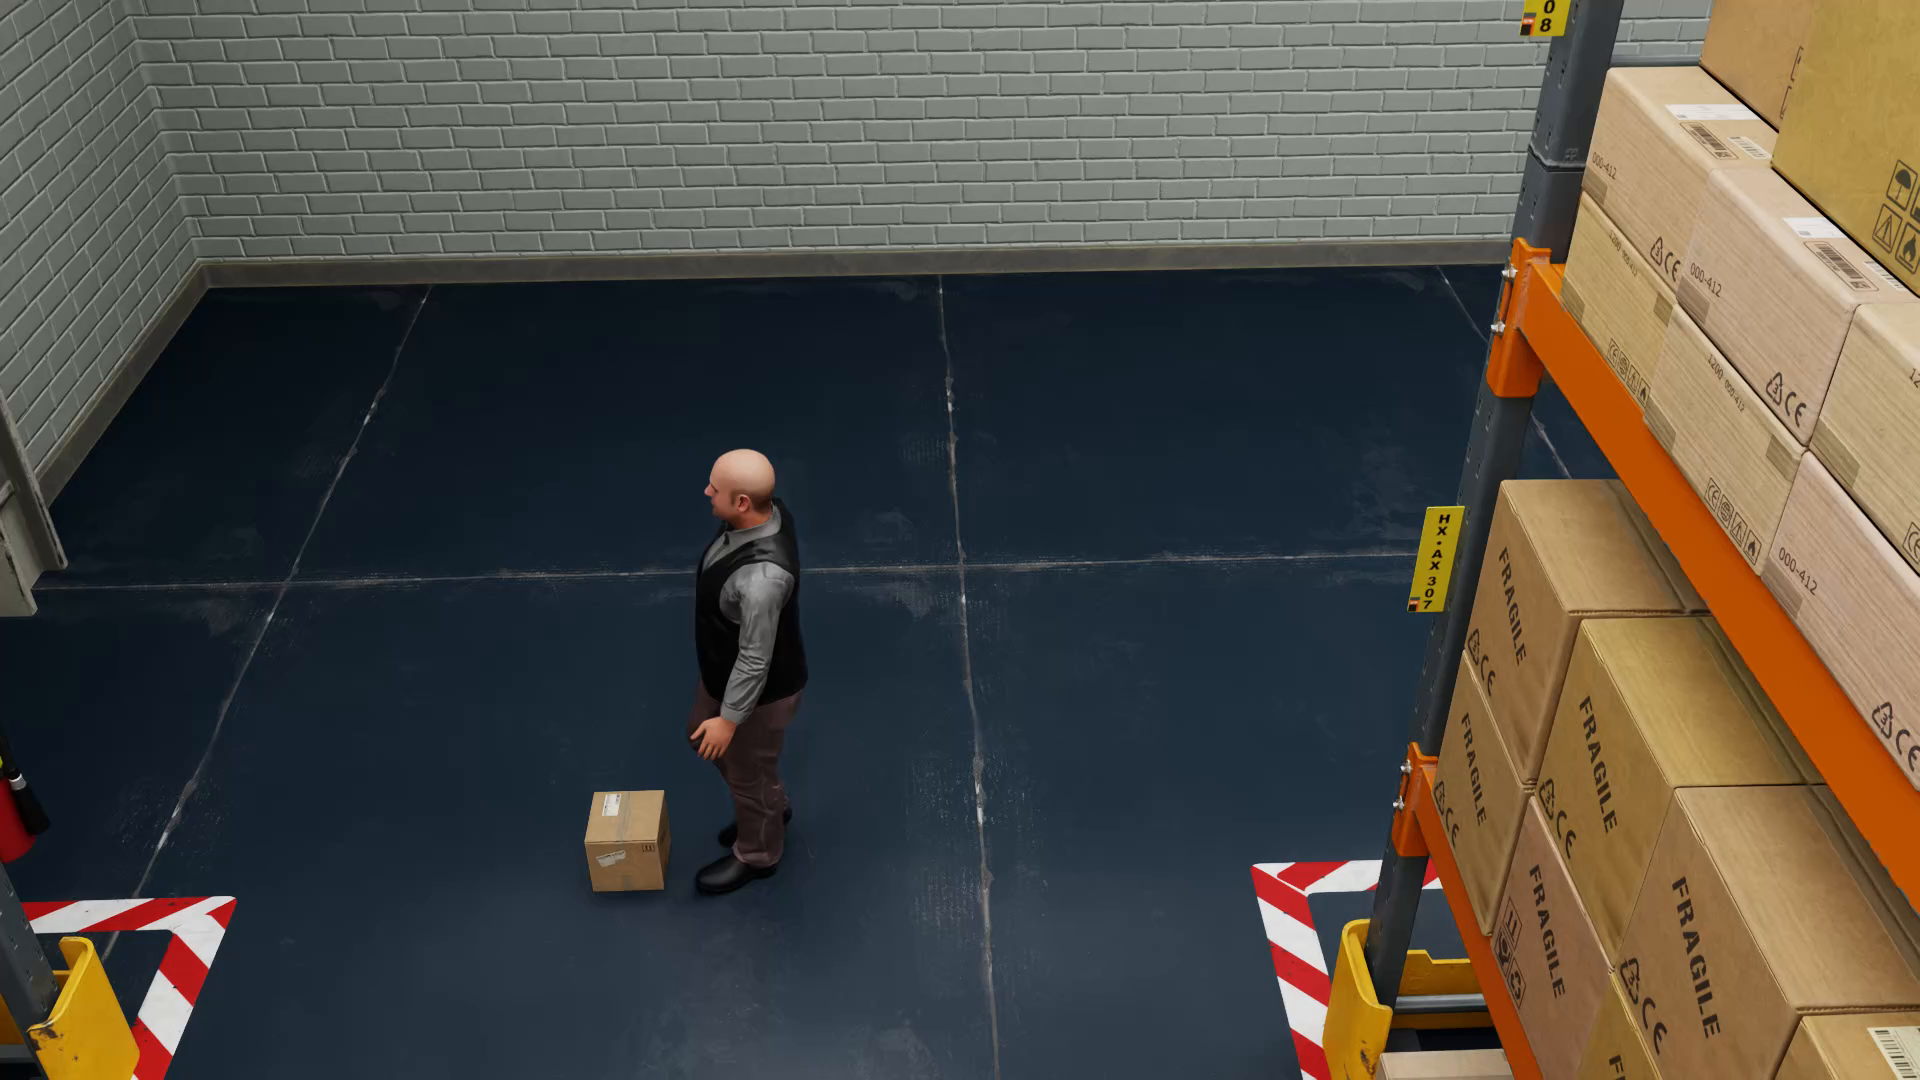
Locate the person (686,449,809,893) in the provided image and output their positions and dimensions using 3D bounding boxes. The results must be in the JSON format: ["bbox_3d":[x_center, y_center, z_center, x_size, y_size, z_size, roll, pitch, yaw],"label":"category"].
[{"bbox_3d":[-0.726,0.472,5.502,0.456,1.745,0.595,-7,36,-10],"label":"person"}]
